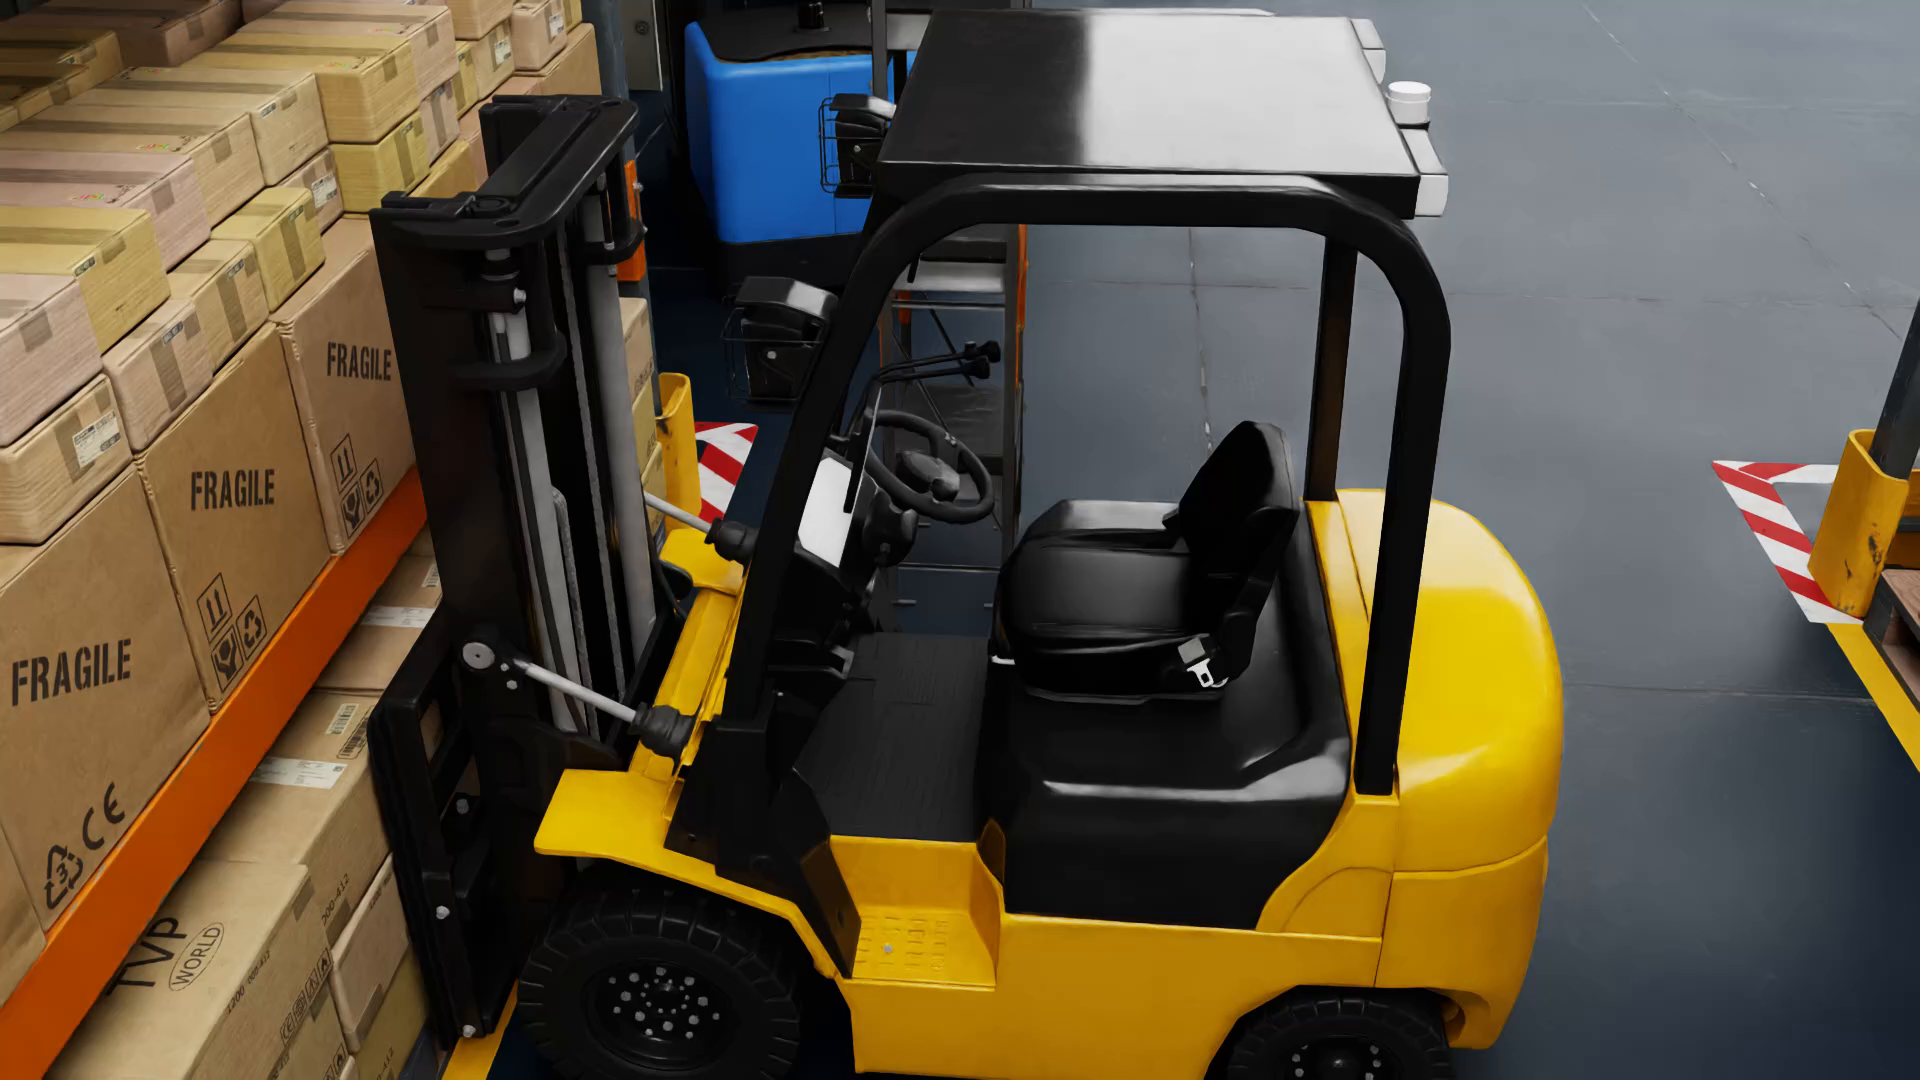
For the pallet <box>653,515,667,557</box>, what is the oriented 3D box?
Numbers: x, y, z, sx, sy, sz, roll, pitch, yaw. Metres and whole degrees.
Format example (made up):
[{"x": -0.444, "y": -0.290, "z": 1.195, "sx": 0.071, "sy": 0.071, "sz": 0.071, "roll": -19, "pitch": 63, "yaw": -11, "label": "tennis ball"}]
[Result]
[{"x": -1.536, "y": 0.242, "z": 5.156, "sx": 1.003, "sy": 0.211, "sz": 1.213, "roll": 2, "pitch": 32, "yaw": 4, "label": "pallet"}]

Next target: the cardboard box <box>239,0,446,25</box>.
[{"x": -1.413, "y": -1.201, "z": 3.842, "sx": 0.380, "sy": 0.149, "sz": 0.250, "roll": 3, "pitch": 32, "yaw": 4, "label": "cardboard box"}]

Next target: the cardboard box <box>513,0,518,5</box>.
[{"x": -1.324, "y": -1.466, "z": 4.272, "sx": 0.380, "sy": 0.149, "sz": 0.250, "roll": 3, "pitch": 32, "yaw": 4, "label": "cardboard box"}]

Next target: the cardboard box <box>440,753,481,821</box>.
[{"x": -1.361, "y": 0.494, "z": 3.833, "sx": 0.500, "sy": 0.250, "sz": 0.500, "roll": 2, "pitch": 32, "yaw": 4, "label": "cardboard box"}]

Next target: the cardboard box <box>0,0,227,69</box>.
[{"x": -1.850, "y": -1.084, "z": 3.653, "sx": 0.380, "sy": 0.149, "sz": 0.250, "roll": 3, "pitch": 32, "yaw": 6, "label": "cardboard box"}]

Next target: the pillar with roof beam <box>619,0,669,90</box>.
[{"x": 2.309, "y": -6.529, "z": 7.767, "sx": 9.100, "sy": 9.000, "sz": 0.400, "roll": 2, "pitch": 32, "yaw": 4, "label": "pillar with roof beam"}]

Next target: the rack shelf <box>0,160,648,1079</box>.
[{"x": -1.679, "y": 0.005, "z": 3.568, "sx": 1.077, "sy": 0.370, "sz": 4.000, "roll": 2, "pitch": 32, "yaw": 4, "label": "rack shelf"}]

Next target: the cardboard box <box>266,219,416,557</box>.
[{"x": -1.417, "y": -0.319, "z": 3.313, "sx": 0.500, "sy": 0.500, "sz": 0.500, "roll": 3, "pitch": 32, "yaw": 4, "label": "cardboard box"}]

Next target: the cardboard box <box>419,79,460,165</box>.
[{"x": -1.344, "y": -0.934, "z": 3.692, "sx": 0.380, "sy": 0.149, "sz": 0.250, "roll": 1, "pitch": 32, "yaw": 2, "label": "cardboard box"}]

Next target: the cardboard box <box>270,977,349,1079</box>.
[{"x": -1.455, "y": 1.021, "z": 2.979, "sx": 0.500, "sy": 0.250, "sz": 0.500, "roll": 2, "pitch": 32, "yaw": 4, "label": "cardboard box"}]

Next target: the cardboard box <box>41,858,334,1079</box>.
[{"x": -1.438, "y": 0.804, "z": 2.853, "sx": 0.500, "sy": 0.250, "sz": 0.500, "roll": 3, "pitch": 32, "yaw": 4, "label": "cardboard box"}]

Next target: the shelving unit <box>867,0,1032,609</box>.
[{"x": -0.013, "y": -0.807, "z": 5.059, "sx": 0.431, "sy": 2.100, "sz": 0.503, "roll": 2, "pitch": 32, "yaw": 4, "label": "shelving unit"}]

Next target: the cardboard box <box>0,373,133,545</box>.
[{"x": -1.446, "y": -0.128, "z": 2.385, "sx": 0.380, "sy": 0.149, "sz": 0.250, "roll": 3, "pitch": 32, "yaw": 5, "label": "cardboard box"}]

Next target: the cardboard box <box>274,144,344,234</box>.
[{"x": -1.455, "y": -0.674, "z": 3.271, "sx": 0.380, "sy": 0.149, "sz": 0.250, "roll": 2, "pitch": 32, "yaw": 4, "label": "cardboard box"}]

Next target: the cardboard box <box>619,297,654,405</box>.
[{"x": -1.242, "y": -0.527, "z": 5.013, "sx": 0.500, "sy": 0.250, "sz": 0.500, "roll": 3, "pitch": 32, "yaw": 6, "label": "cardboard box"}]

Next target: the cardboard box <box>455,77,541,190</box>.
[{"x": -1.346, "y": -0.850, "z": 4.175, "sx": 0.500, "sy": 0.500, "sz": 0.500, "roll": 3, "pitch": 32, "yaw": 6, "label": "cardboard box"}]

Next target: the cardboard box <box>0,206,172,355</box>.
[{"x": -1.459, "y": -0.396, "z": 2.536, "sx": 0.380, "sy": 0.149, "sz": 0.250, "roll": 2, "pitch": 32, "yaw": 3, "label": "cardboard box"}]

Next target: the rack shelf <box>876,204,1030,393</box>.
[{"x": -0.013, "y": -0.796, "z": 5.066, "sx": 0.431, "sy": 0.518, "sz": 0.480, "roll": 2, "pitch": 32, "yaw": 4, "label": "rack shelf"}]

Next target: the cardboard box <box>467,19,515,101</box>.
[{"x": -1.338, "y": -1.204, "z": 4.131, "sx": 0.380, "sy": 0.149, "sz": 0.250, "roll": 3, "pitch": 32, "yaw": 5, "label": "cardboard box"}]

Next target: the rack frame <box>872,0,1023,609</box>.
[{"x": -0.033, "y": -0.680, "z": 4.852, "sx": 0.400, "sy": 2.100, "sz": 0.015, "roll": 2, "pitch": 32, "yaw": 4, "label": "rack frame"}]

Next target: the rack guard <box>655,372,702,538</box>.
[{"x": -1.514, "y": -0.295, "z": 5.753, "sx": 1.175, "sy": 0.500, "sz": 0.348, "roll": 2, "pitch": 32, "yaw": 4, "label": "rack guard"}]

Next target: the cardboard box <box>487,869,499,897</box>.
[{"x": -1.359, "y": 0.698, "z": 3.980, "sx": 0.500, "sy": 0.250, "sz": 0.500, "roll": 3, "pitch": 32, "yaw": 6, "label": "cardboard box"}]

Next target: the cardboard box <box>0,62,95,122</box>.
[{"x": -1.910, "y": -0.818, "z": 3.221, "sx": 0.380, "sy": 0.149, "sz": 0.250, "roll": 3, "pitch": 32, "yaw": 4, "label": "cardboard box"}]

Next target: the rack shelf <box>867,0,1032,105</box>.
[{"x": -0.014, "y": -1.392, "z": 4.699, "sx": 0.431, "sy": 0.518, "sz": 0.480, "roll": 2, "pitch": 32, "yaw": 4, "label": "rack shelf"}]

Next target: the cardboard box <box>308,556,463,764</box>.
[{"x": -1.358, "y": 0.270, "z": 3.721, "sx": 0.500, "sy": 0.250, "sz": 0.500, "roll": 2, "pitch": 32, "yaw": 3, "label": "cardboard box"}]

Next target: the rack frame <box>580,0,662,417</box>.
[{"x": -1.516, "y": -1.347, "z": 5.076, "sx": 1.000, "sy": 3.000, "sz": 0.127, "roll": 2, "pitch": 32, "yaw": 4, "label": "rack frame"}]

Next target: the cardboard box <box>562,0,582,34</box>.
[{"x": -1.265, "y": -1.472, "z": 4.566, "sx": 0.380, "sy": 0.149, "sz": 0.250, "roll": 3, "pitch": 32, "yaw": 5, "label": "cardboard box"}]

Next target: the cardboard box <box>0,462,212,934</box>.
[{"x": -1.519, "y": 0.208, "z": 2.458, "sx": 0.500, "sy": 0.500, "sz": 0.500, "roll": 3, "pitch": 32, "yaw": 5, "label": "cardboard box"}]

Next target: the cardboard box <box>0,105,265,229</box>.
[{"x": -1.491, "y": -0.663, "z": 2.969, "sx": 0.380, "sy": 0.149, "sz": 0.250, "roll": 3, "pitch": 32, "yaw": 4, "label": "cardboard box"}]

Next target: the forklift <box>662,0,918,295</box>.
[{"x": -0.933, "y": -3.098, "z": 7.983, "sx": 1.130, "sy": 2.935, "sz": 3.031, "roll": -8, "pitch": 33, "yaw": -13, "label": "forklift"}]

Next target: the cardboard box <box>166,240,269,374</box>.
[{"x": -1.420, "y": -0.397, "z": 2.822, "sx": 0.380, "sy": 0.149, "sz": 0.250, "roll": 1, "pitch": 32, "yaw": 2, "label": "cardboard box"}]

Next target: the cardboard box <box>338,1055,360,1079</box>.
[{"x": -1.446, "y": 1.232, "z": 3.113, "sx": 0.500, "sy": 0.250, "sz": 0.500, "roll": 2, "pitch": 32, "yaw": 3, "label": "cardboard box"}]

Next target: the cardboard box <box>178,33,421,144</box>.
[{"x": -1.339, "y": -0.924, "z": 3.393, "sx": 0.380, "sy": 0.149, "sz": 0.250, "roll": 3, "pitch": 32, "yaw": 5, "label": "cardboard box"}]

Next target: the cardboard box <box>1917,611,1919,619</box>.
[{"x": 3.090, "y": 0.265, "z": 4.681, "sx": 0.500, "sy": 0.250, "sz": 0.500, "roll": 2, "pitch": 32, "yaw": 4, "label": "cardboard box"}]
